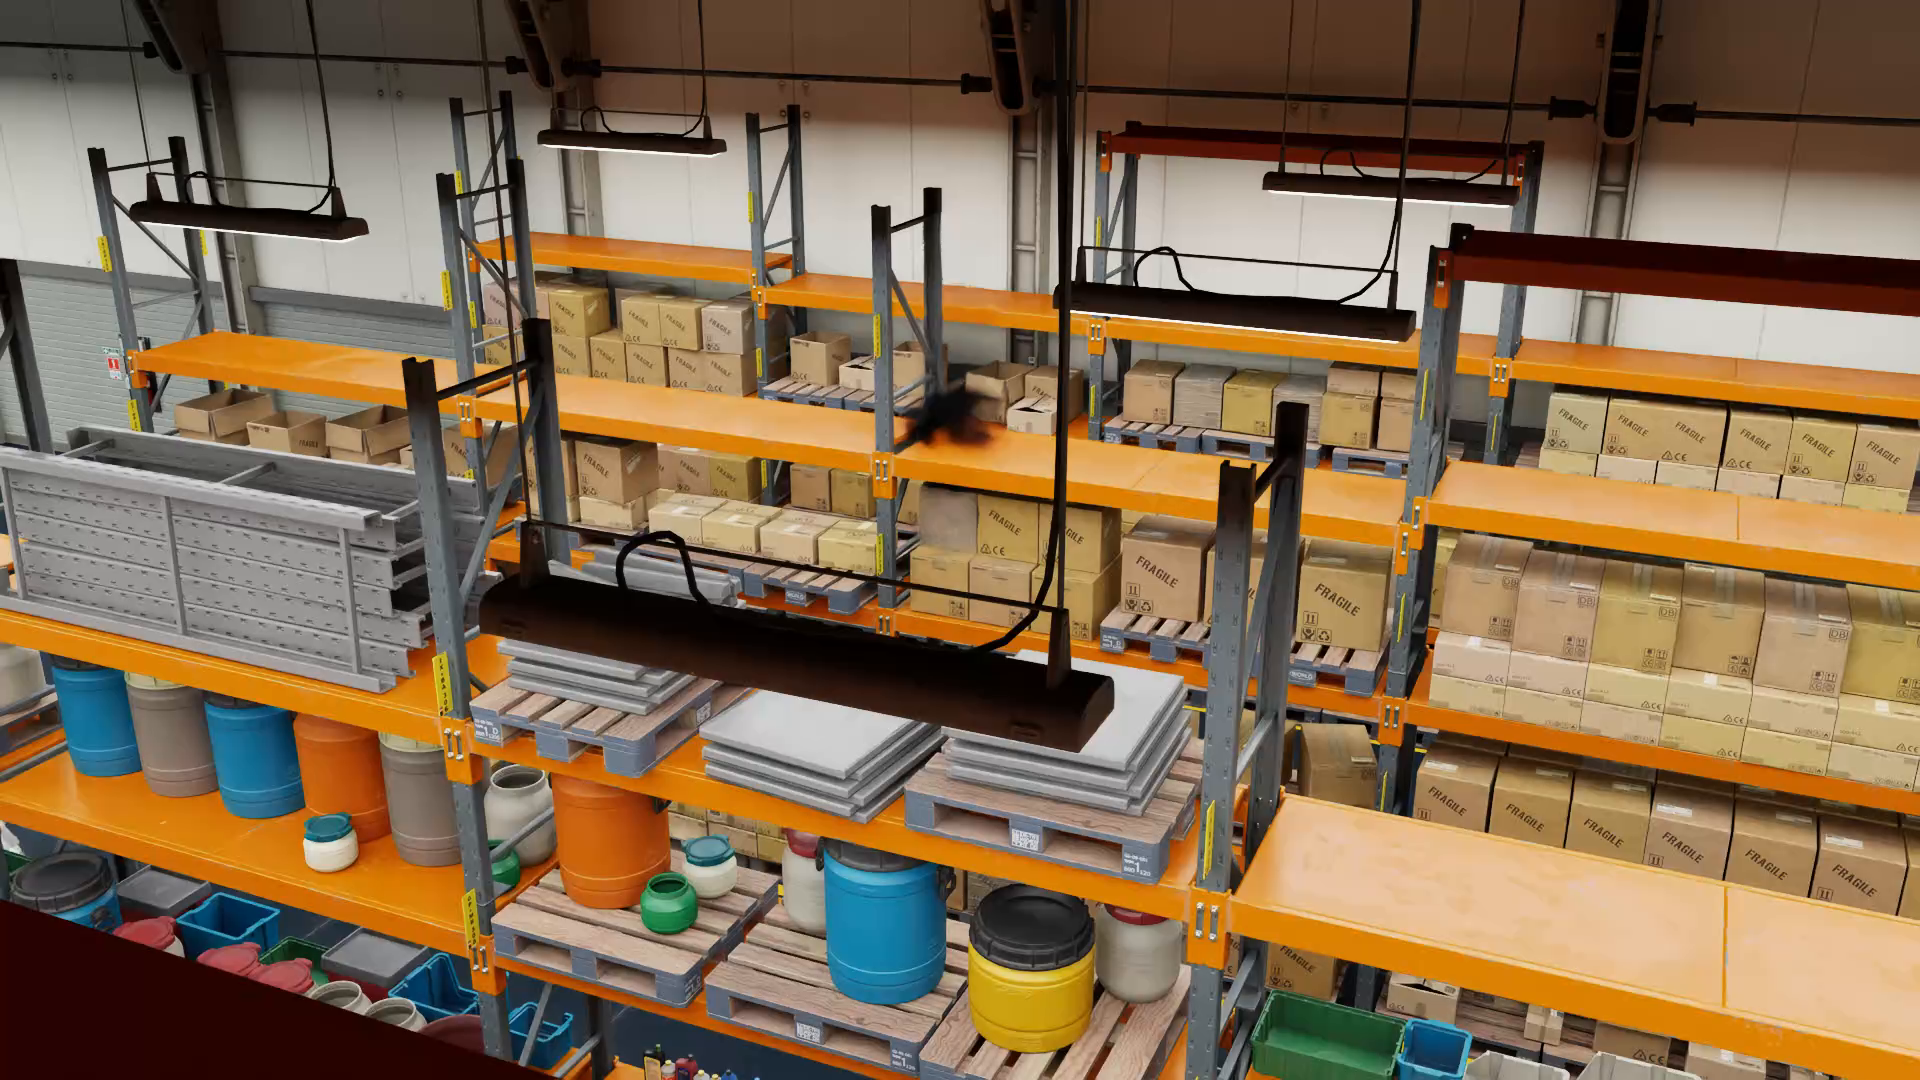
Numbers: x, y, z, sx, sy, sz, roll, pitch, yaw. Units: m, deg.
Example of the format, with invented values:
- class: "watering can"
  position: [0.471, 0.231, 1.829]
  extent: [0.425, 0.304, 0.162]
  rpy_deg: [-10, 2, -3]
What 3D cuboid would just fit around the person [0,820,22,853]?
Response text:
- class: "person"
  position: [-8.927, 2.162, 14.713]
  extent: [0.911, 1.527, 0.577]
  rpy_deg: [0, 21, 0]
